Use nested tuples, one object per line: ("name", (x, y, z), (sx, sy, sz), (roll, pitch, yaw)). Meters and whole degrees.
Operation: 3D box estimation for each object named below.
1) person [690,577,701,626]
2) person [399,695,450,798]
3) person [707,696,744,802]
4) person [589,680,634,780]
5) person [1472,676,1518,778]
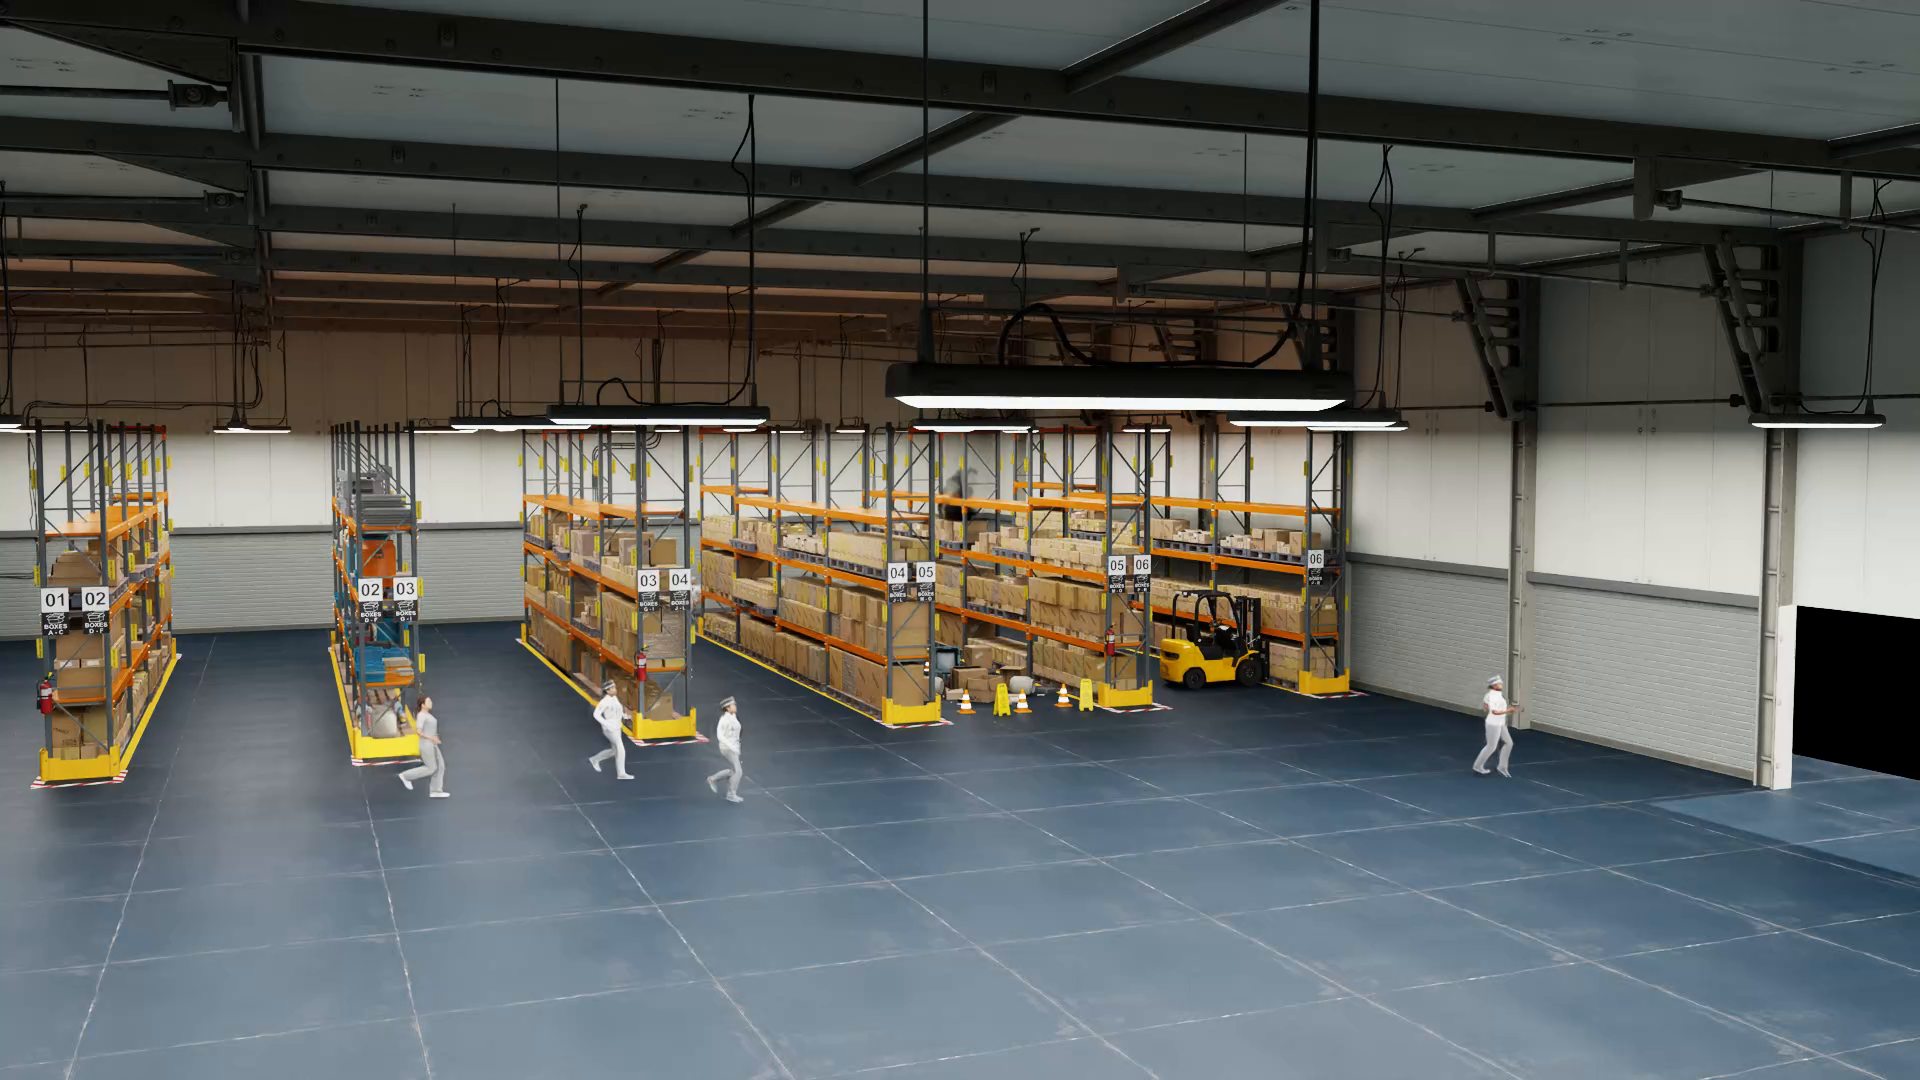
("person", (-7.861, 1.877, 48.773), (0.662, 1.611, 0.750), (3, 5, 40))
("person", (-8.464, 3.262, 26.297), (0.764, 1.637, 0.564), (0, 4, -4))
("person", (-3.695, 3.272, 26.071), (0.609, 1.659, 0.590), (0, 4, 7))
("person", (-5.828, 3.155, 27.710), (0.832, 1.659, 0.626), (1, 4, 12))
("person", (8.983, 3.135, 27.883), (0.714, 1.757, 0.556), (2, 4, 29))
